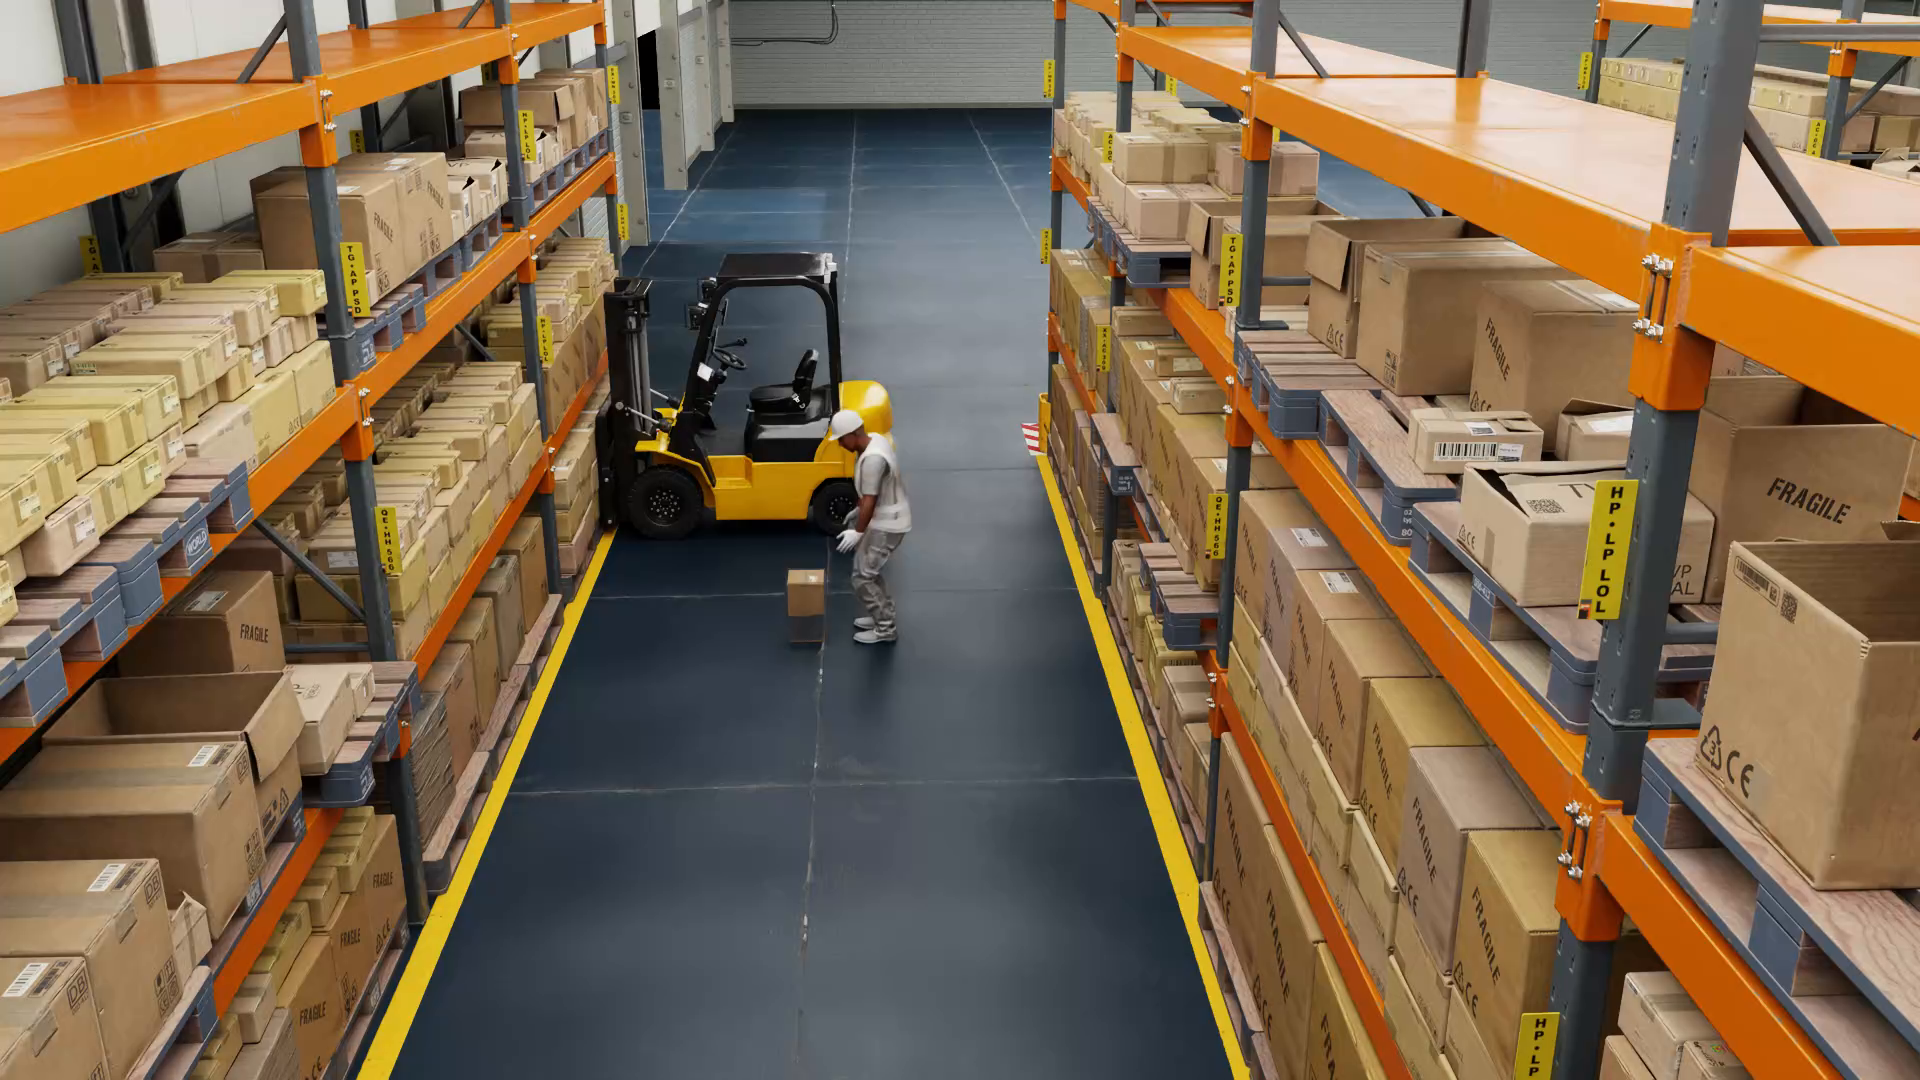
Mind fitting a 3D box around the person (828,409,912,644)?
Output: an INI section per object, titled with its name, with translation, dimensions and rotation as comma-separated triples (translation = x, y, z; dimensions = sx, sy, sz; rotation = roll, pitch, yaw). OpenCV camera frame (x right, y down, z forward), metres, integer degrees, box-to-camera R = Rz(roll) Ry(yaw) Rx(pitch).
[person]
translation = -0.611, -0.101, 11.500
dimensions = 0.561, 1.663, 0.591
rotation = -1, 20, -2
